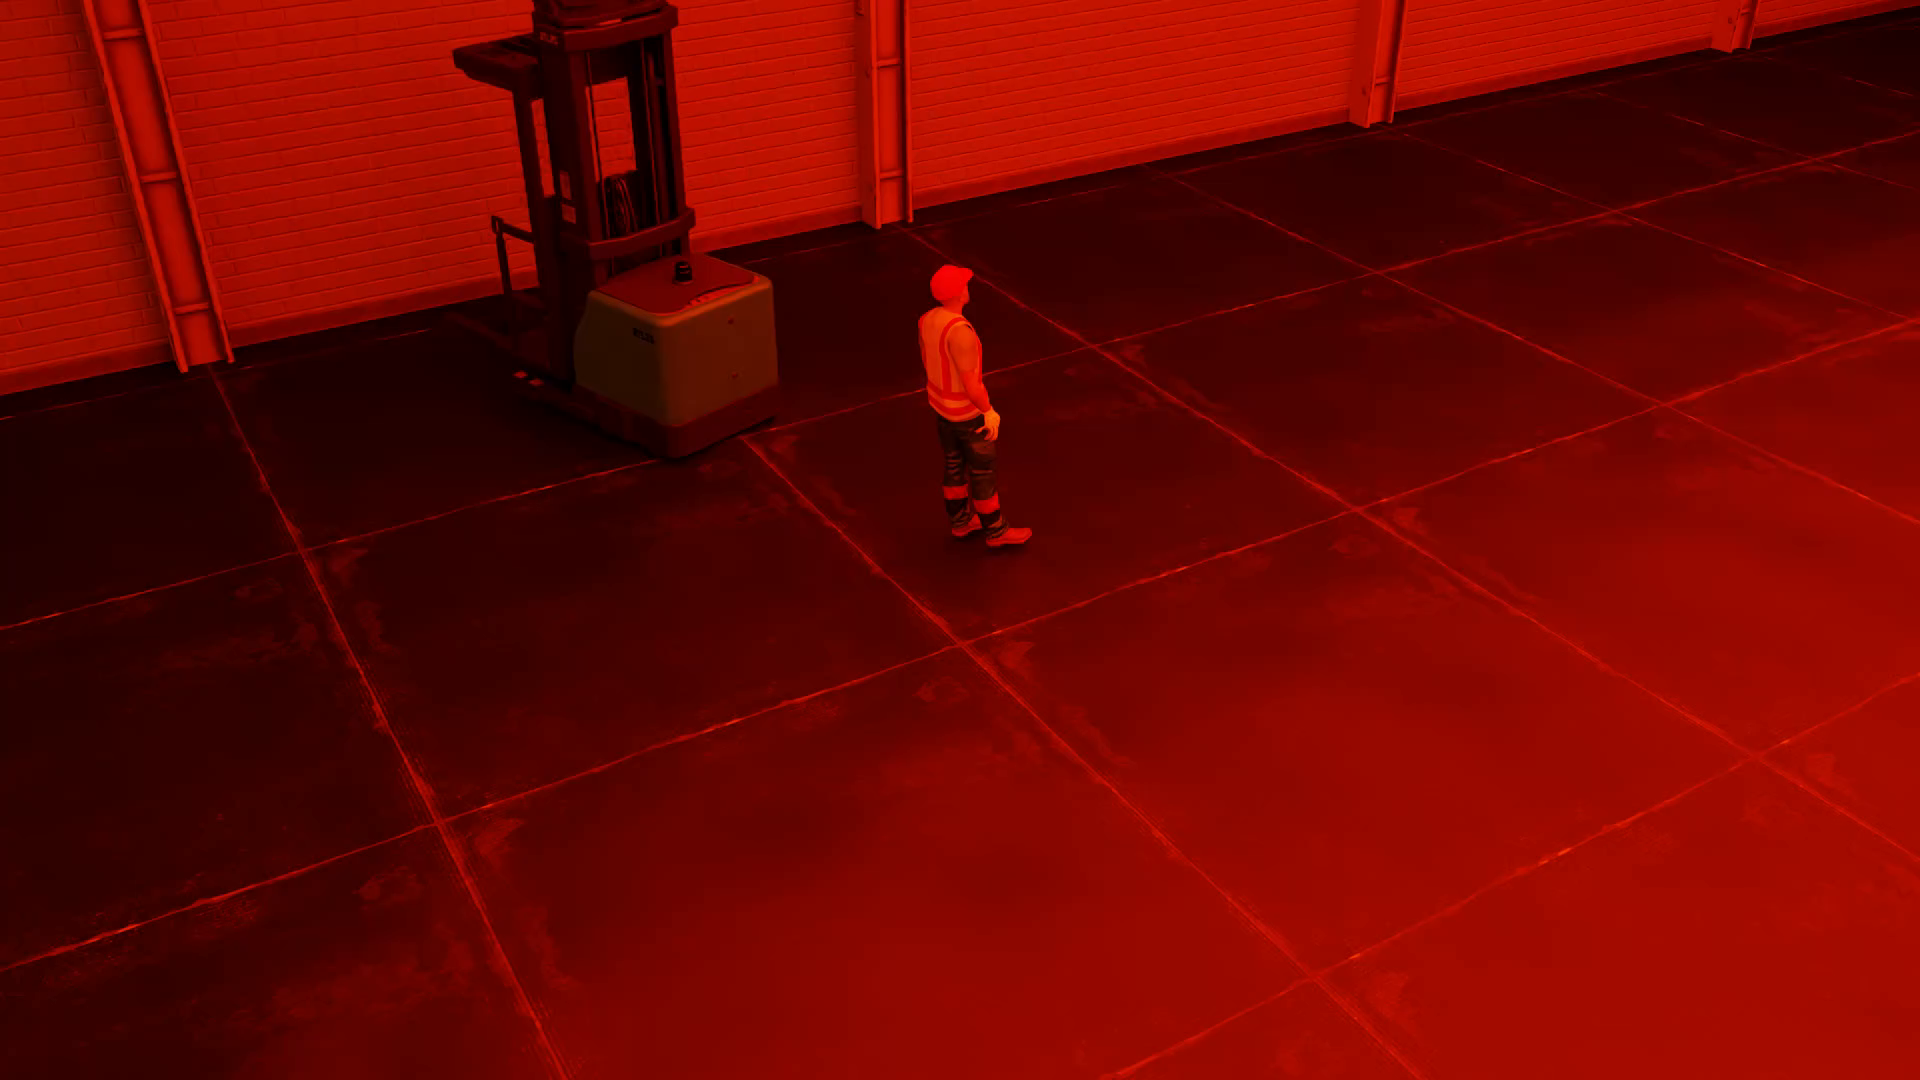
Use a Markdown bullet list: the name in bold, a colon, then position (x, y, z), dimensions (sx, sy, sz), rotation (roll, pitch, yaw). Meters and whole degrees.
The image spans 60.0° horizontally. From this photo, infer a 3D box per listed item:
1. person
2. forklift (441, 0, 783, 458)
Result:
- **person**: position (0.074, -0.824, 10.043), dimensions (0.564, 1.786, 0.638), rotation (-17, 35, -26)
- **forklift**: position (-2.711, -2.448, 11.734), dimensions (3.031, 2.935, 1.130), rotation (24, 39, 35)
